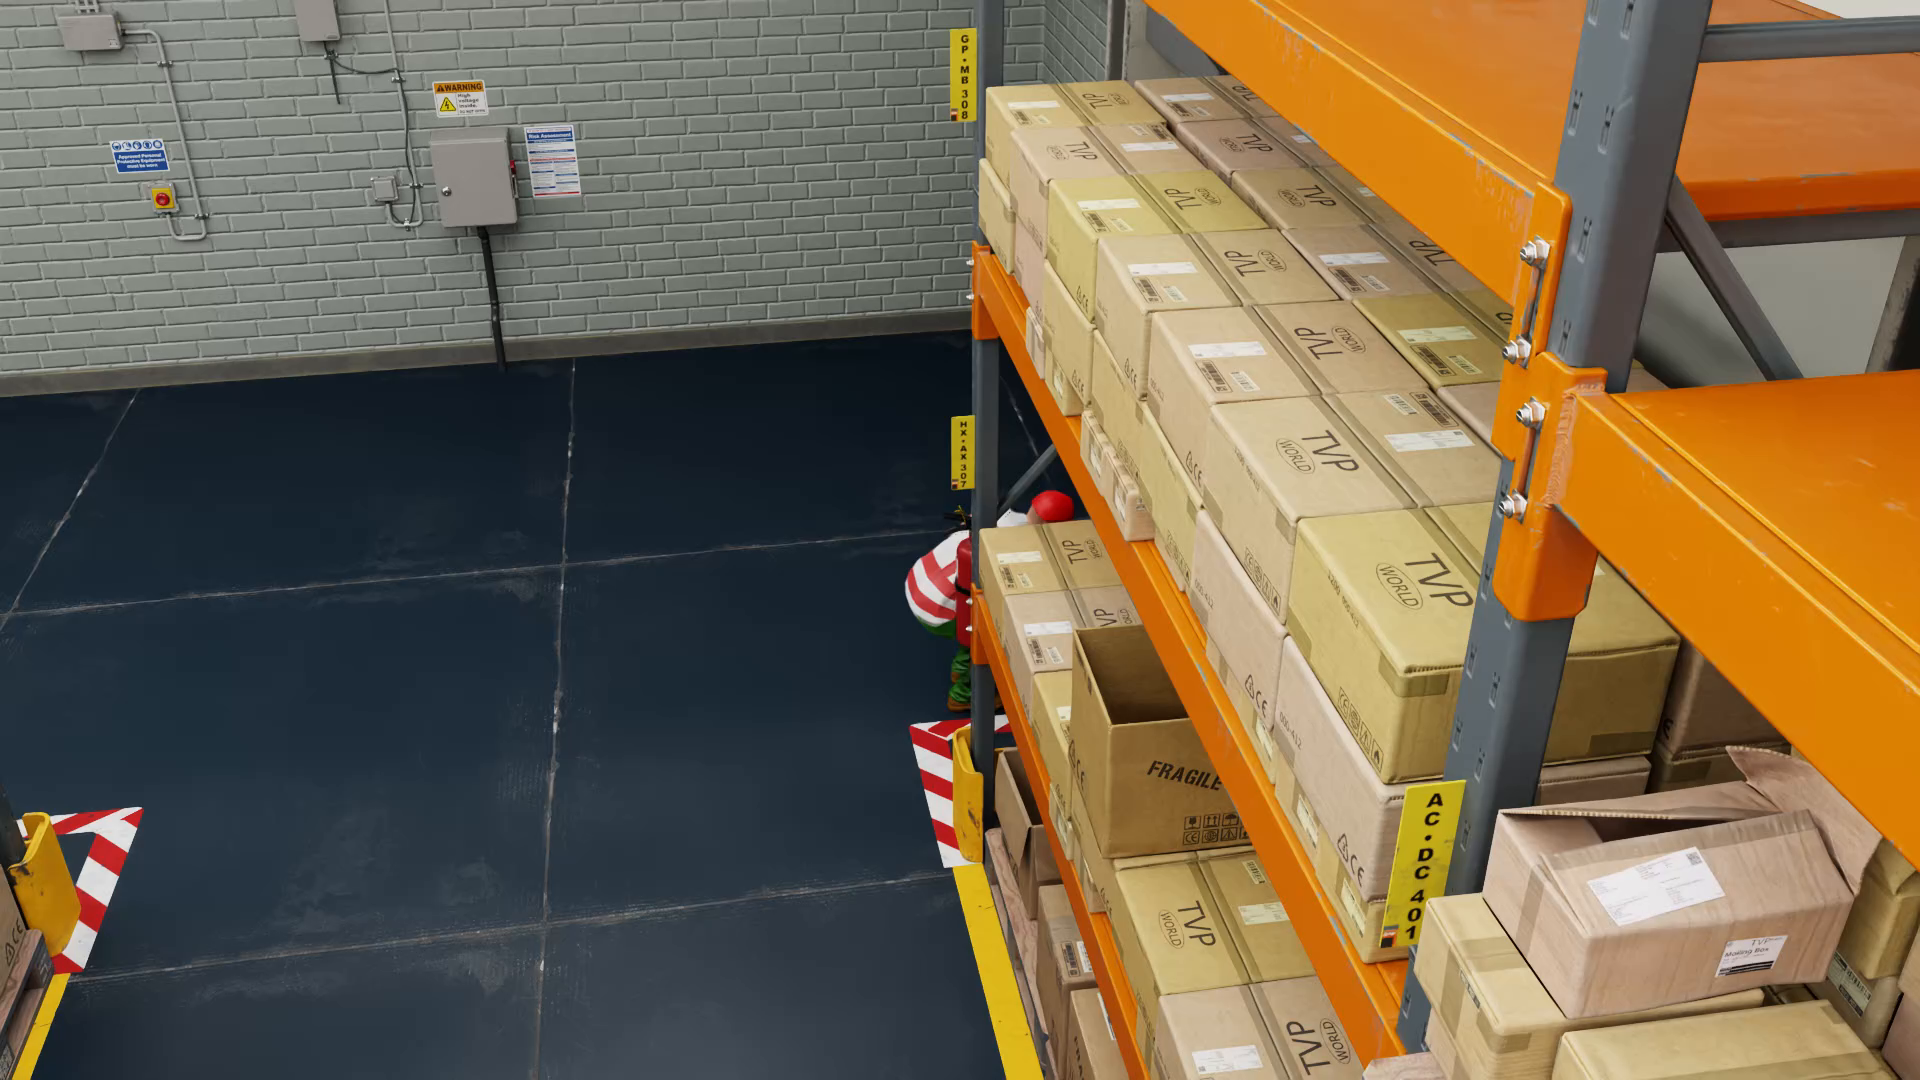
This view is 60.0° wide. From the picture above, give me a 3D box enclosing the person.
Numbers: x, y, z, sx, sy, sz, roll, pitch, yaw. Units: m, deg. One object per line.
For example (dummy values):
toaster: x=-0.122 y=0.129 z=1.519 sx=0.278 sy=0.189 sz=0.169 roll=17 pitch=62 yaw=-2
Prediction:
person: x=0.151 y=0.277 z=8.314 sx=0.856 sy=1.114 sz=0.582 roll=-4 pitch=31 yaw=-7
